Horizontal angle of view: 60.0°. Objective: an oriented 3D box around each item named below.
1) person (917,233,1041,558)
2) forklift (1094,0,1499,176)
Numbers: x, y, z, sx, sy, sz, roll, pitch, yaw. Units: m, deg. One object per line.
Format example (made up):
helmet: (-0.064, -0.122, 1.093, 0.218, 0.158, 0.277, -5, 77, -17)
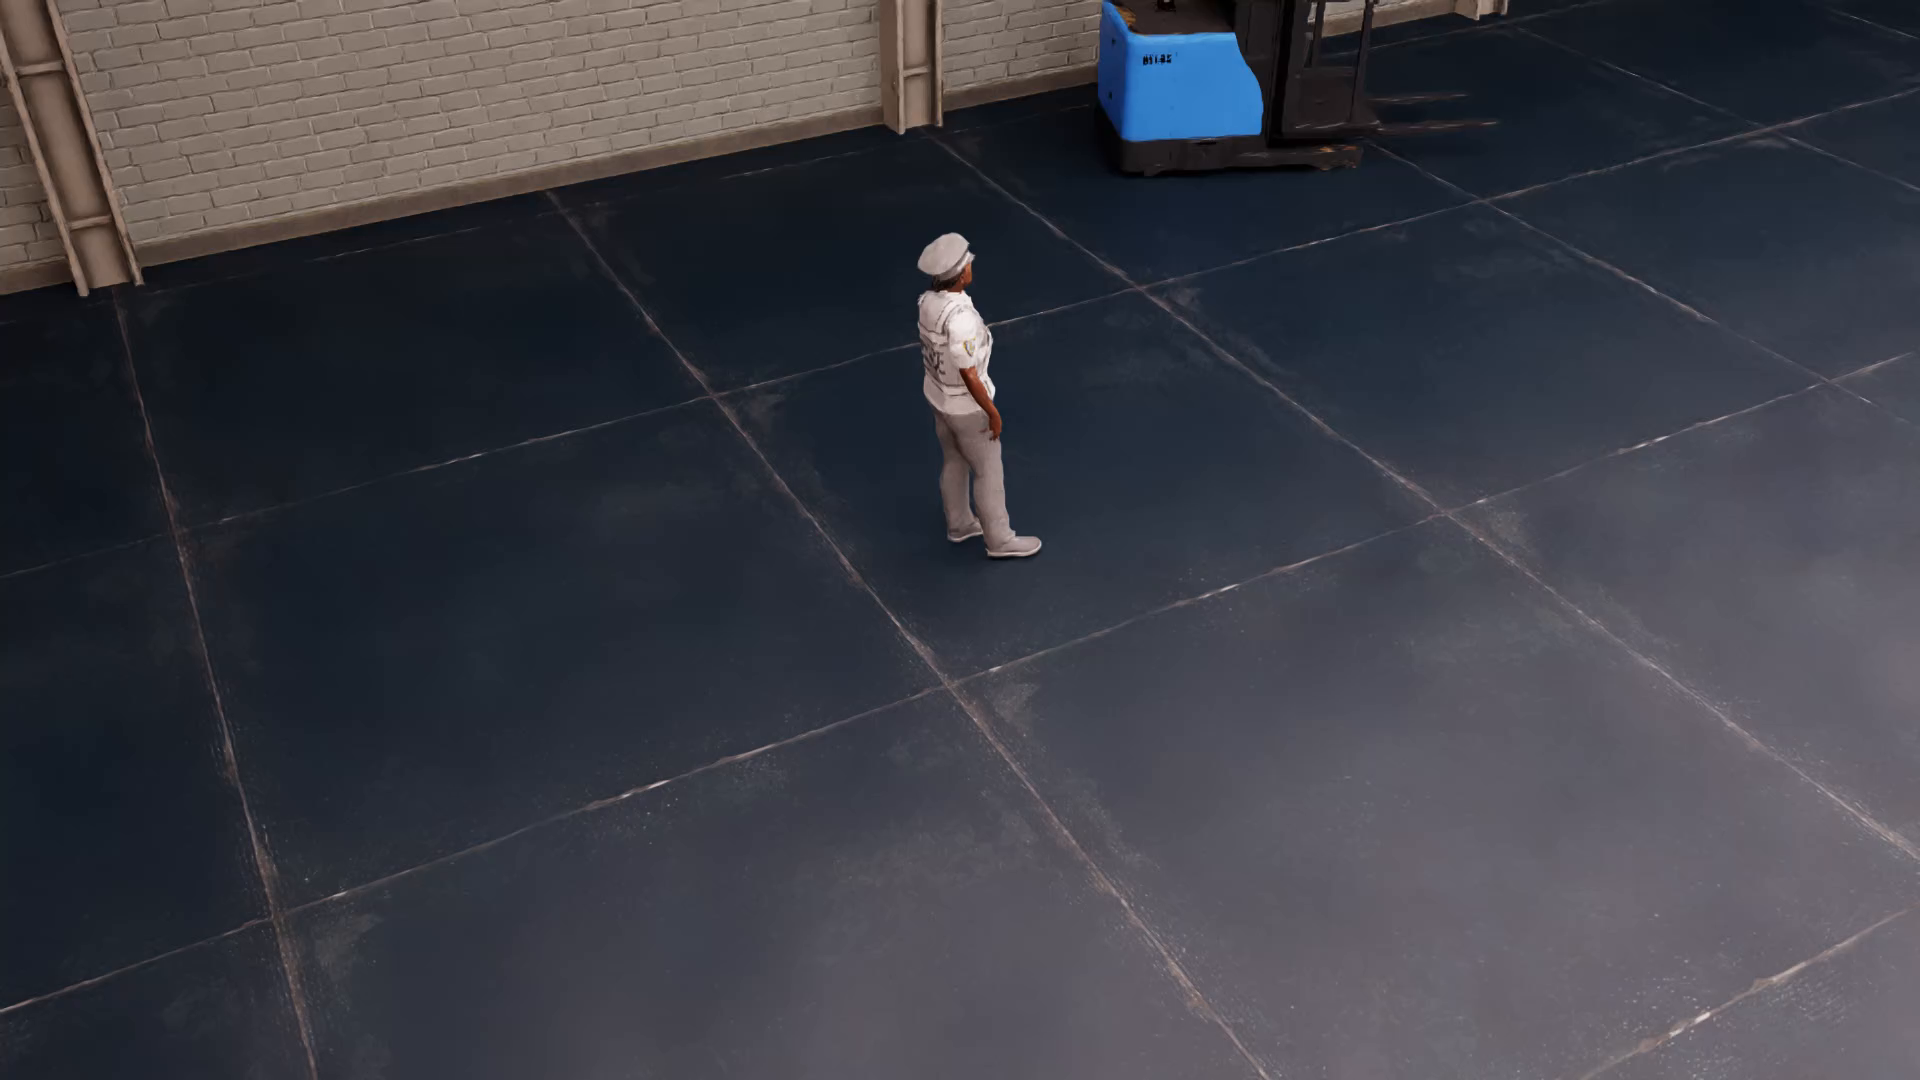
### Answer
person: (0.075, -0.707, 8.184, 0.529, 1.691, 0.570, -17, 39, -23)
forklift: (2.621, -4.306, 12.215, 3.031, 2.935, 1.130, -5, 36, -7)
